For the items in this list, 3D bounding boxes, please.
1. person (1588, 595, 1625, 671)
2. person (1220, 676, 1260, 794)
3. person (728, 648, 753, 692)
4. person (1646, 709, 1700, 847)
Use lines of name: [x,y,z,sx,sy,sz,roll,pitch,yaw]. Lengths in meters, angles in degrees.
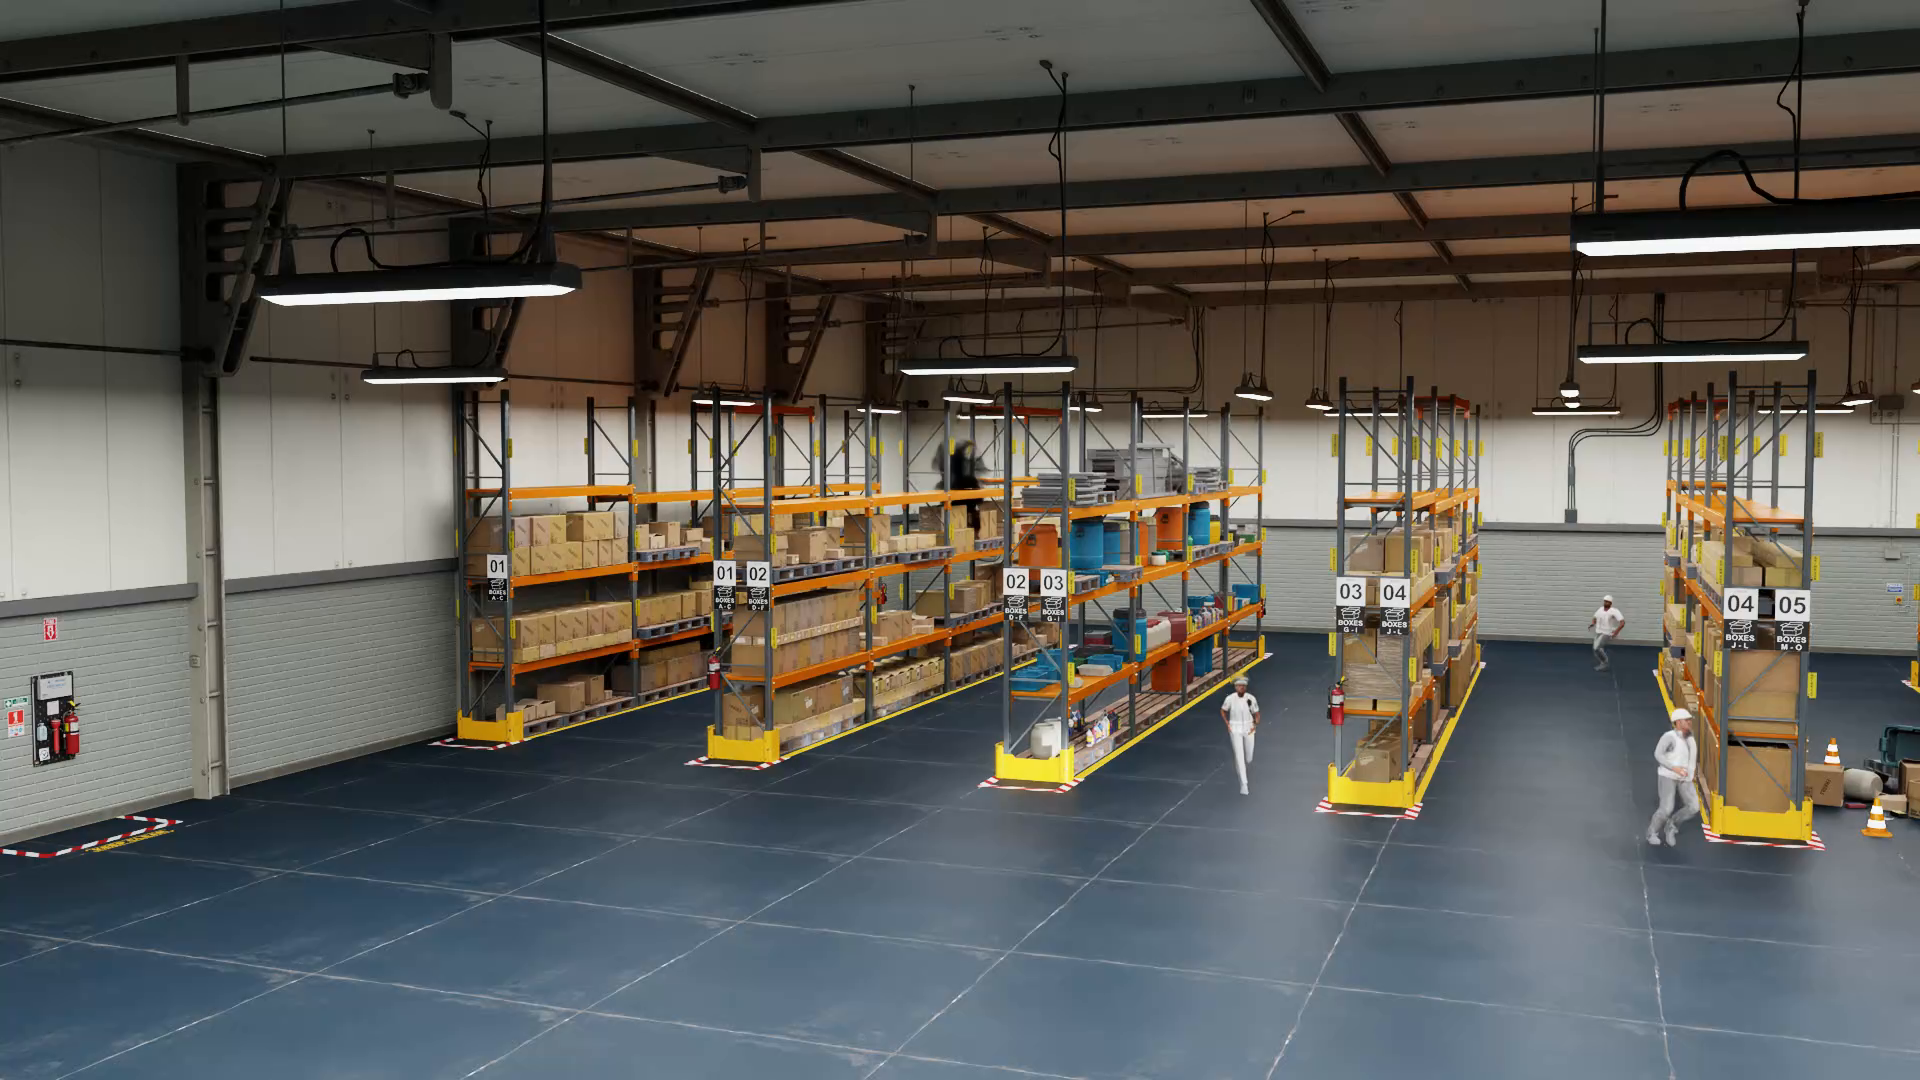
person: [14.399,2.090,37.194,0.564,1.708,0.778,-1,3,-22]
person: [4.149,2.840,24.551,0.556,1.694,0.978,0,3,-4]
person: [-4.060,2.478,31.080,0.615,1.624,0.727,1,3,11]
person: [9.021,2.981,20.865,0.695,1.719,0.615,-1,3,-18]
